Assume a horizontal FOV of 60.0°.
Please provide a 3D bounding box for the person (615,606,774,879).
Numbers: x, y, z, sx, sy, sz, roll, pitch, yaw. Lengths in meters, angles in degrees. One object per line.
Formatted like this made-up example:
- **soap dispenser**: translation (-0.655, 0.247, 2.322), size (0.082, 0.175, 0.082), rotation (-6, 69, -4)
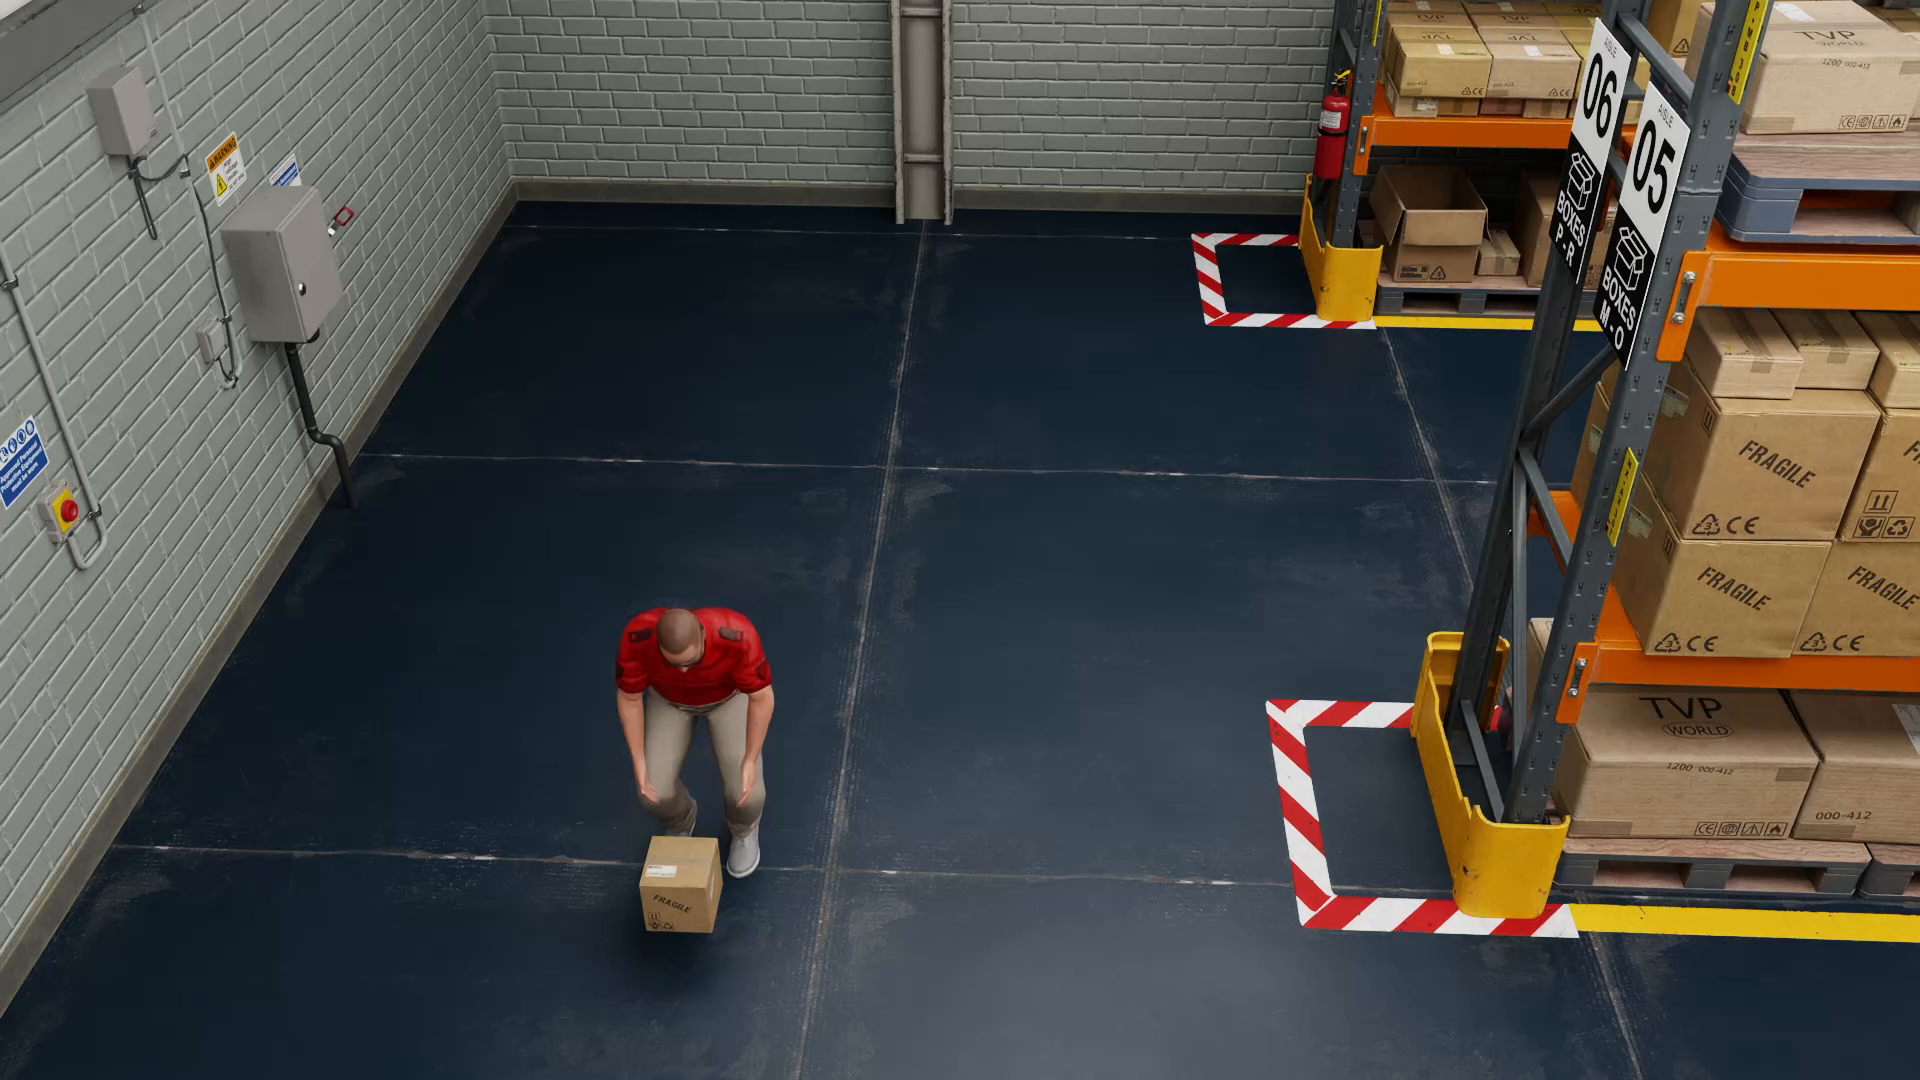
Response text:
- **person**: translation (-0.985, 0.699, 6.408), size (0.590, 1.439, 0.686), rotation (2, 35, 2)
